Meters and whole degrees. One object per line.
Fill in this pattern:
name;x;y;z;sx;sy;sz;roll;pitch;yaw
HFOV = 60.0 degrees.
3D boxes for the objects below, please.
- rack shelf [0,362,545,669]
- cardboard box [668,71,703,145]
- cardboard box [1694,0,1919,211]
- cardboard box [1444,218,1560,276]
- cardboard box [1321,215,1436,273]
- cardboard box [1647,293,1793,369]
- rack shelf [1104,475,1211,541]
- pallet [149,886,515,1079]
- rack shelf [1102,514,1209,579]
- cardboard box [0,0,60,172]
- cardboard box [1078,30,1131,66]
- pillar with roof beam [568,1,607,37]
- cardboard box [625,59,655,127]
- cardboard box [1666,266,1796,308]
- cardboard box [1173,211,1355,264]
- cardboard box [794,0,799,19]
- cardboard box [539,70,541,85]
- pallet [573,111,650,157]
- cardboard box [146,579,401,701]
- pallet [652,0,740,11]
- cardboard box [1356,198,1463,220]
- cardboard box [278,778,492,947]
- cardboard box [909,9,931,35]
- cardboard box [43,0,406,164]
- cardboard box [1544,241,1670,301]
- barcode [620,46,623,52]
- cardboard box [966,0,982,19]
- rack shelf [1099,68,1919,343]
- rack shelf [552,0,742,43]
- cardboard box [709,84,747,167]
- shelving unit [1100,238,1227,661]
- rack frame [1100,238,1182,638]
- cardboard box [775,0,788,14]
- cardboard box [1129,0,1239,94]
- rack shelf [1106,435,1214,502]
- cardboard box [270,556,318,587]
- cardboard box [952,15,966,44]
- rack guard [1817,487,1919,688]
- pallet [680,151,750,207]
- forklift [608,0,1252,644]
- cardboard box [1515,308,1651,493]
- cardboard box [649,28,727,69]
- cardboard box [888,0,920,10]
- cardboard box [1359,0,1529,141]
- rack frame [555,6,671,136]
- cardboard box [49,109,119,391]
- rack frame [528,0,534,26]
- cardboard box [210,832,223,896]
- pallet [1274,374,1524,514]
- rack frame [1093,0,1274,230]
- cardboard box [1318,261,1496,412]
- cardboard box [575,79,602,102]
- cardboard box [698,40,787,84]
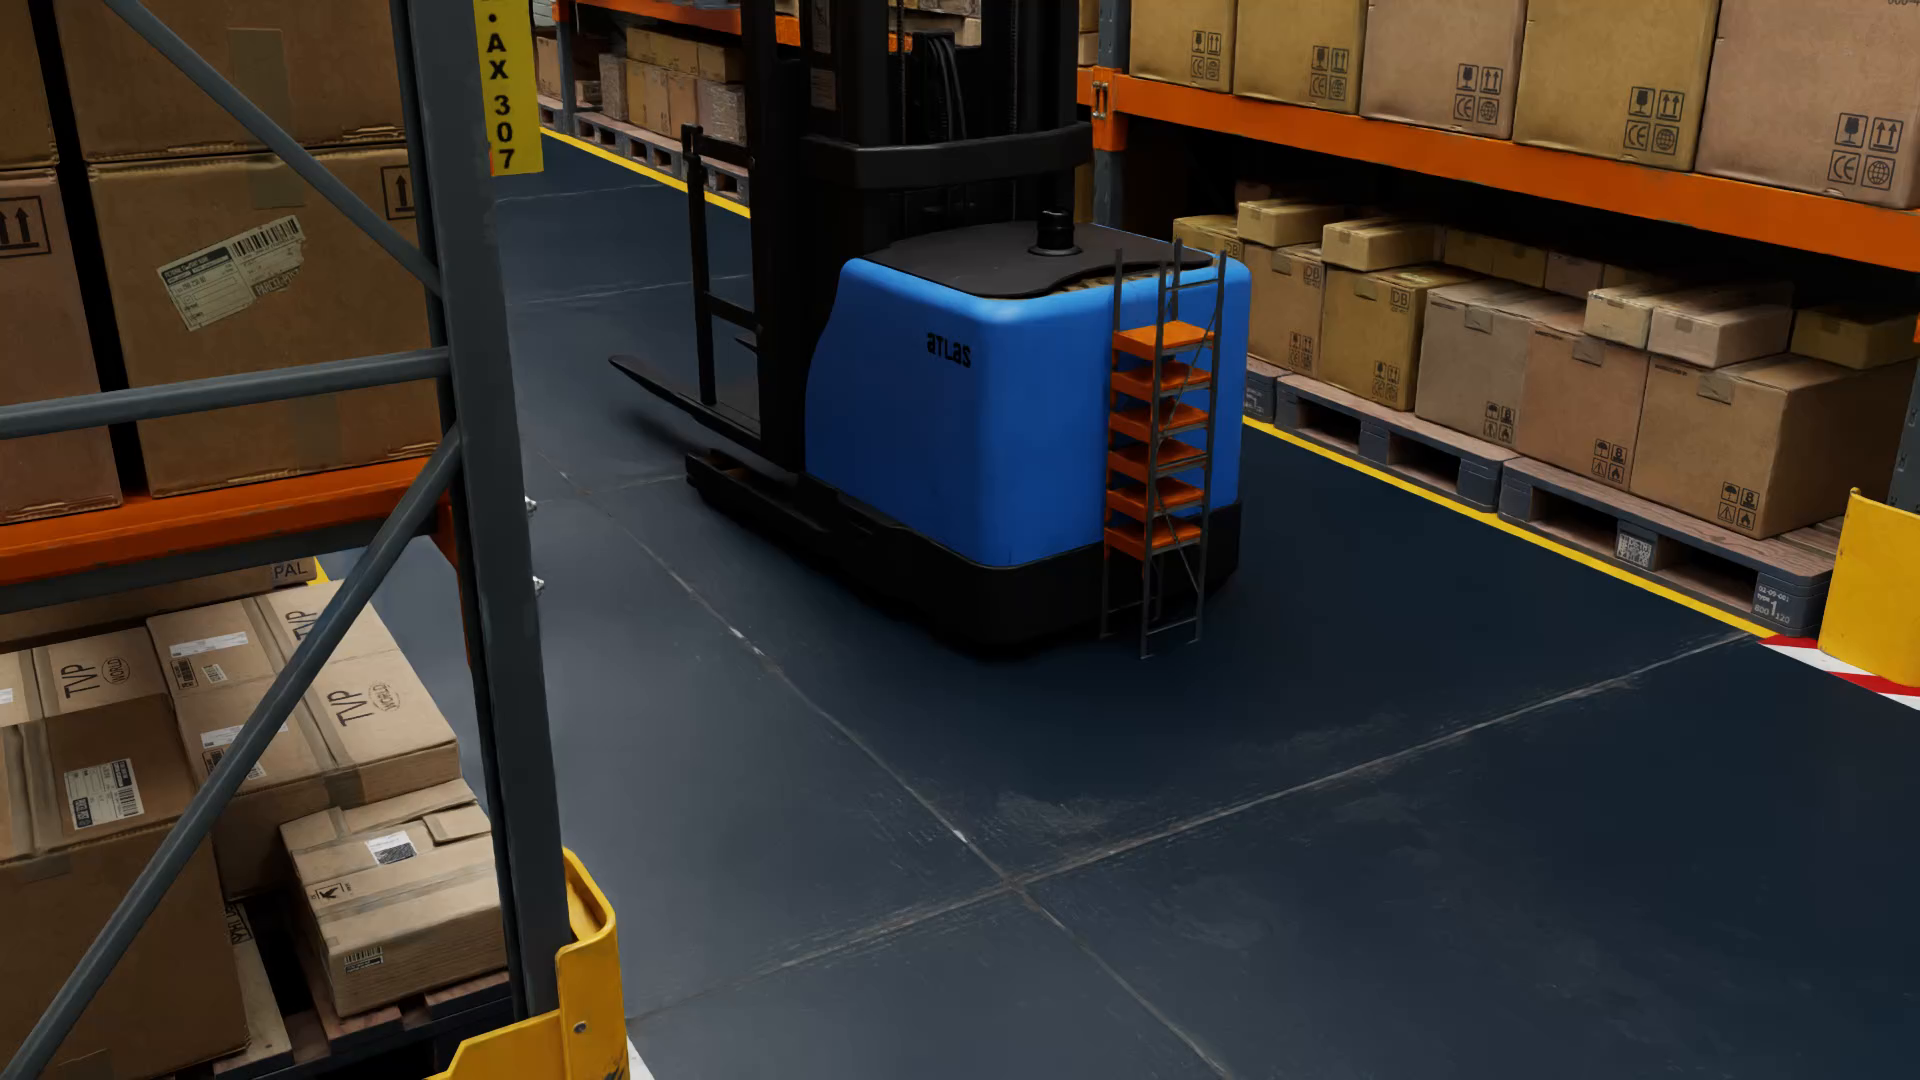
rack shelf;-2.143;-0.491;3.992;1.077;0.370;4.000;-13;25;-28
cardboard box;-1.805;-3.334;12.767;0.700;0.500;0.500;-13;25;-29
cardboard box;2.867;-1.433;4.956;0.980;0.700;0.700;-11;25;-26
cardboard box;2.150;-1.166;6.597;0.380;0.149;0.250;-13;26;-29
cardboard box;1.671;-1.187;6.647;0.380;0.149;0.250;-13;26;-30
cardboard box;2.470;-0.682;5.407;0.380;0.149;0.250;-13;25;-29
rack shelf;0.581;-0.100;4.899;0.258;0.103;0.180;-15;27;-32
pallet;-1.568;0.832;3.484;1.003;0.211;1.213;-13;25;-28
rack shelf;0.581;0.011;4.945;0.258;0.103;0.180;-15;27;-32
cardboard box;-1.585;-0.778;2.281;0.500;0.500;0.500;-13;25;-29
cardboard box;0.676;-2.374;7.976;0.380;0.149;0.250;-12;25;-28
pillar with roof beam;-7.637;-8.202;14.039;9.100;9.000;0.400;-13;25;-28
cardboard box;-2.297;-3.669;13.590;0.700;0.500;0.500;-13;26;-29
cardboard box;2.668;-0.838;5.789;0.380;0.149;0.250;-13;25;-28
cardboard box;1.386;-1.201;7.544;0.700;0.500;0.500;-12;25;-28
cardboard box;-0.798;-3.277;10.198;0.380;0.149;0.250;-12;25;-27
cardboard box;-3.794;-4.421;15.905;0.380;0.149;0.250;-15;26;-32
pallet;-2.595;-3.472;14.074;1.003;0.211;1.213;-13;25;-28
cardboard box;-1.666;0.338;4.063;0.500;0.250;0.500;-13;25;-28
pallet;-1.406;-3.842;11.536;1.213;0.211;1.003;-13;25;-28
cardboard box;1.889;-1.331;7.003;0.380;0.149;0.250;-14;26;-30
cardboard box;-1.167;0.649;3.410;0.380;0.166;0.250;-13;25;-28
cardboard box;-0.061;-2.882;9.225;0.380;0.149;0.250;-12;25;-27
cardboard box;-1.121;-0.881;2.535;0.500;0.500;0.500;-12;25;-27
cardboard box;2.410;-1.001;6.191;0.380;0.149;0.250;-12;25;-27
barcode;-3.064;-4.431;15.039;0.001;0.075;0.075;-13;25;-28
cardboard box;0.371;-2.884;8.368;0.500;0.500;0.500;-12;25;-28
rack shelf;2.114;-1.445;6.339;1.077;0.370;4.000;-13;25;-28
rack shelf;-1.973;-4.035;12.711;1.077;0.370;4.000;-13;25;-28
cardboard box;-1.364;-2.990;11.919;0.700;0.500;0.500;-12;25;-27
shelving unit;0.582;-0.252;4.836;0.258;1.200;0.189;-15;27;-32
rack frame;0.530;-0.281;4.905;0.240;1.200;0.006;-15;27;-32
cardboard box;-0.982;-3.463;10.654;0.380;0.149;0.250;-13;26;-29
cardboard box;1.355;-2.386;7.301;0.980;0.700;0.700;-12;25;-27
rack shelf;0.582;-0.211;4.853;0.258;0.103;0.180;-15;27;-32
cardboard box;-2.246;-0.058;4.956;0.500;0.311;0.500;-13;25;-28
cardboard box;0.180;-2.710;8.802;0.380;0.149;0.250;-13;25;-28
rack guard;3.148;0.034;5.063;1.175;0.500;0.348;-13;25;-28
pallet;-1.349;-2.682;12.131;1.003;0.211;1.213;-13;25;-28
forklift;-0.362;-1.548;5.729;1.130;2.935;3.031;-15;27;-33
cardboard box;2.436;-0.537;5.911;0.700;0.500;0.500;-13;25;-28
cardboard box;-2.107;-3.864;13.075;0.500;0.250;0.500;-13;26;-30
cardboard box;-0.138;-3.209;9.168;0.500;0.500;0.500;-12;25;-27
cardboard box;2.104;-1.915;6.142;0.980;0.700;0.700;-14;26;-31
rack frame;-2.994;-5.016;14.168;1.000;3.000;0.127;-13;25;-28
cardboard box;-1.389;-0.584;3.132;0.500;0.500;0.500;-13;25;-29
rack frame;-5.037;-6.311;17.354;1.000;3.000;0.127;-13;25;-28
cardboard box;-1.740;0.654;3.396;0.380;0.166;0.250;-13;25;-28
pallet;2.041;-0.478;6.707;1.003;0.211;1.213;-13;25;-28
rack frame;1.092;-2.426;7.797;1.000;3.000;0.127;-13;25;-28
cardboard box;1.900;-0.871;6.733;0.700;0.500;0.500;-12;25;-27
cardboard box;-3.293;-4.074;15.031;0.380;0.166;0.250;-17;27;-35
cardboard box;-1.601;-3.534;12.261;0.500;0.250;0.500;-12;25;-27
